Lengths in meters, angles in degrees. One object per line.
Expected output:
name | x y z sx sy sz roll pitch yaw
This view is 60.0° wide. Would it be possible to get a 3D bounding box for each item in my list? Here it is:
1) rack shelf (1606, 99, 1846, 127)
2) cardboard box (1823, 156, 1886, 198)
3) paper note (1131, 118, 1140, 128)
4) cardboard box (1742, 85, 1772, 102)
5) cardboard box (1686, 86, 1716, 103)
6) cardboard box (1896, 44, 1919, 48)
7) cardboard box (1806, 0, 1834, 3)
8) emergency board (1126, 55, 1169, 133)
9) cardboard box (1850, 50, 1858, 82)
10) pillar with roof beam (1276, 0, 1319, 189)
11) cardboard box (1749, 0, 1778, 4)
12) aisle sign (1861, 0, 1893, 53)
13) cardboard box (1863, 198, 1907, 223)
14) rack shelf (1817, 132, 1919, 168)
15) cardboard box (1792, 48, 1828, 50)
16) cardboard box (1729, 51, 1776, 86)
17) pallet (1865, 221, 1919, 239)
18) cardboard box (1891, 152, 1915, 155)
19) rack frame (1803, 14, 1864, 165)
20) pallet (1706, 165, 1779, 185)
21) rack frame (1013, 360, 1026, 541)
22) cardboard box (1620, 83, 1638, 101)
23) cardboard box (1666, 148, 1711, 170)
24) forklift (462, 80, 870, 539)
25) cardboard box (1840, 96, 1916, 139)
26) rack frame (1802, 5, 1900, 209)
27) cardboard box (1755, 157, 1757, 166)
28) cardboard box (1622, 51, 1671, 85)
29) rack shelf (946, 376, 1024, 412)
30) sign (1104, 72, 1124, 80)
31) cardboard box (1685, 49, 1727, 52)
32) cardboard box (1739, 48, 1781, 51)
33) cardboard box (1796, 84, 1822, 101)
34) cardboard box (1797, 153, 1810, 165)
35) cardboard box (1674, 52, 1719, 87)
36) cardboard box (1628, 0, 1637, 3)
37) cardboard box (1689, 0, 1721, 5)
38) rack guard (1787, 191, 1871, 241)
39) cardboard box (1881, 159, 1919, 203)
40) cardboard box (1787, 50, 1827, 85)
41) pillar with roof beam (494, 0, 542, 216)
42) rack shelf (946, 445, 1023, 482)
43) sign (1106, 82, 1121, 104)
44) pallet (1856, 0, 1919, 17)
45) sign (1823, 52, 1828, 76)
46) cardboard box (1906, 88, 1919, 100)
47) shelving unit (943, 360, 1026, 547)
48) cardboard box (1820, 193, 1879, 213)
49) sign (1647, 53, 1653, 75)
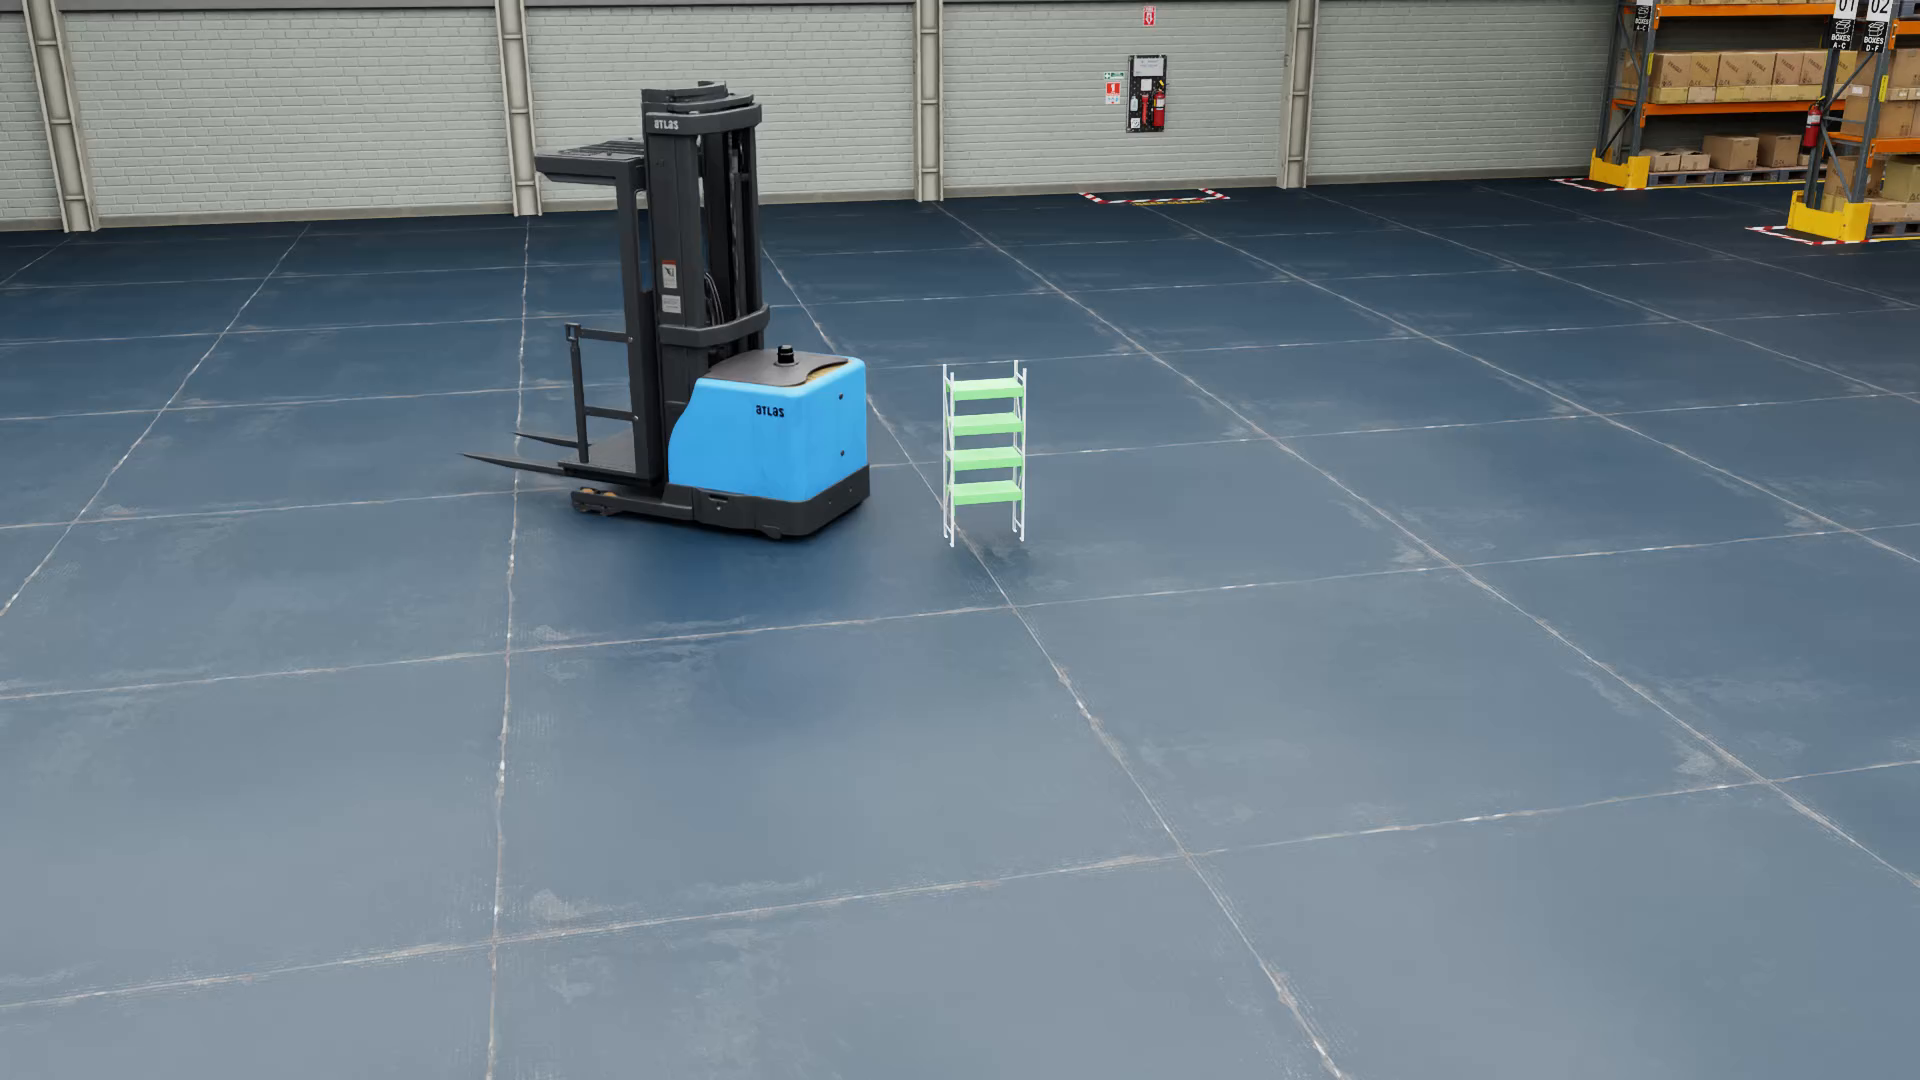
rack shelf | 12.661 -7.080 27.327 4.000 0.370 1.077 -5 21 -12
cardboard box | 12.312 -5.002 22.905 0.500 0.500 0.500 -5 21 -12
paper note | 2.756 -6.542 26.093 0.142 0.148 0.016 -5 21 -12
cardboard box | 12.754 -7.254 26.946 0.500 0.250 0.500 -4 21 -12
cardboard box | 11.765 -7.177 26.734 0.500 0.250 0.500 -5 21 -14
cardboard box | 12.878 -6.338 22.224 0.500 0.500 0.700 -5 21 -14
cardboard box | 13.678 -8.882 26.666 0.500 0.500 0.500 -6 21 -17
emergency board | 2.944 -6.947 25.917 0.643 1.169 0.194 -5 21 -12
cardboard box | 15.111 -7.858 27.621 0.500 0.500 0.700 -5 21 -12
pillar with roof beam | 6.349 -8.505 21.450 0.400 9.000 9.100 -5 21 -12
cardboard box | 12.650 -8.789 26.413 0.500 0.500 0.500 -3 20 -9
aisle sign | 11.865 -6.714 21.504 0.004 0.787 0.394 -5 21 -12
cardboard box | 12.432 -4.476 22.558 0.500 0.250 0.500 -5 21 -12
rack shelf | 13.805 -5.422 22.801 4.000 0.370 1.077 -5 21 -12
cardboard box | 14.102 -7.900 27.618 0.500 0.500 0.500 -5 21 -14
cardboard box | 12.736 -7.607 26.819 0.500 0.500 0.500 -4 20 -11
pallet | 12.593 -4.367 22.928 1.213 0.211 1.003 -5 21 -12
cardboard box | 15.811 -6.730 28.321 0.500 0.500 0.700 -5 21 -14
rack frame | 14.608 -7.576 27.635 0.127 3.000 1.000 -5 21 -12
pallet | 12.773 -6.104 27.671 1.213 0.211 1.003 -5 21 -12
rack frame | 0.399 -0.596 11.197 0.015 1.200 0.240 -5 21 -12
cardboard box | 11.125 -7.300 27.071 0.500 0.250 0.500 -4 21 -12
cardboard box | 11.964 -6.273 27.348 0.500 0.311 0.500 -3 20 -8
forklift | -2.211 -1.702 11.700 3.031 2.935 1.130 9 22 23
cardboard box | 12.316 -5.681 22.317 0.500 0.500 0.700 -5 21 -12
rack frame | 11.858 -5.601 22.245 0.127 3.000 1.000 -5 21 -12
cardboard box | 13.046 -6.324 27.723 0.250 0.149 0.380 -6 21 -17
cardboard box | 11.125 -7.659 26.960 0.500 0.500 0.500 -5 21 -13
rack shelf | 0.161 -0.967 11.001 0.480 0.148 0.258 -5 21 -12
sign | 2.389 -7.200 25.787 0.331 0.109 0.001 -5 21 -12
cardboard box | 12.119 -7.738 27.176 0.500 0.500 0.500 -5 21 -14
cardboard box | 13.112 -7.822 27.407 0.500 0.500 0.500 -4 21 -11
cardboard box | 13.730 -7.339 27.178 0.500 0.250 0.500 -5 21 -12
cardboard box | 14.094 -6.400 27.904 0.250 0.166 0.380 -7 21 -20
cardboard box | 11.732 -7.523 26.590 0.500 0.500 0.500 -5 21 -12
cardboard box | 11.063 -8.842 26.556 0.500 0.500 0.500 -3 20 -9
cardboard box | 11.629 -8.697 26.162 0.500 0.500 0.500 -3 20 -9
rack guard | 11.835 -4.426 22.670 0.348 0.500 1.175 -5 21 -12
cardboard box | 12.918 -4.868 22.539 0.500 0.500 0.500 -5 21 -12
cardboard box | 13.734 -7.685 27.031 0.500 0.500 0.500 -5 21 -13
pillar with roof beam | -5.329 -7.556 18.858 0.400 9.000 9.100 -5 21 -12
rack shelf | 0.161 -0.516 11.166 0.480 0.148 0.258 -5 21 -12
sign | 2.383 -6.954 25.886 0.234 0.329 0.001 -5 21 -12
pallet | 12.552 -7.016 21.874 1.213 0.211 1.003 -5 21 -12
sign | 11.747 -6.439 22.504 0.005 0.325 0.100 -5 21 -12
cardboard box | 12.546 -5.934 22.064 0.250 0.149 0.380 -5 21 -14
shelving unit | 0.161 -0.576 11.144 0.503 1.200 0.258 -5 21 -12
cardboard box | 12.312 -4.649 23.032 0.500 0.250 0.500 -5 21 -12
sign | 10.840 -7.484 26.126 0.005 0.325 0.100 -5 21 -12
